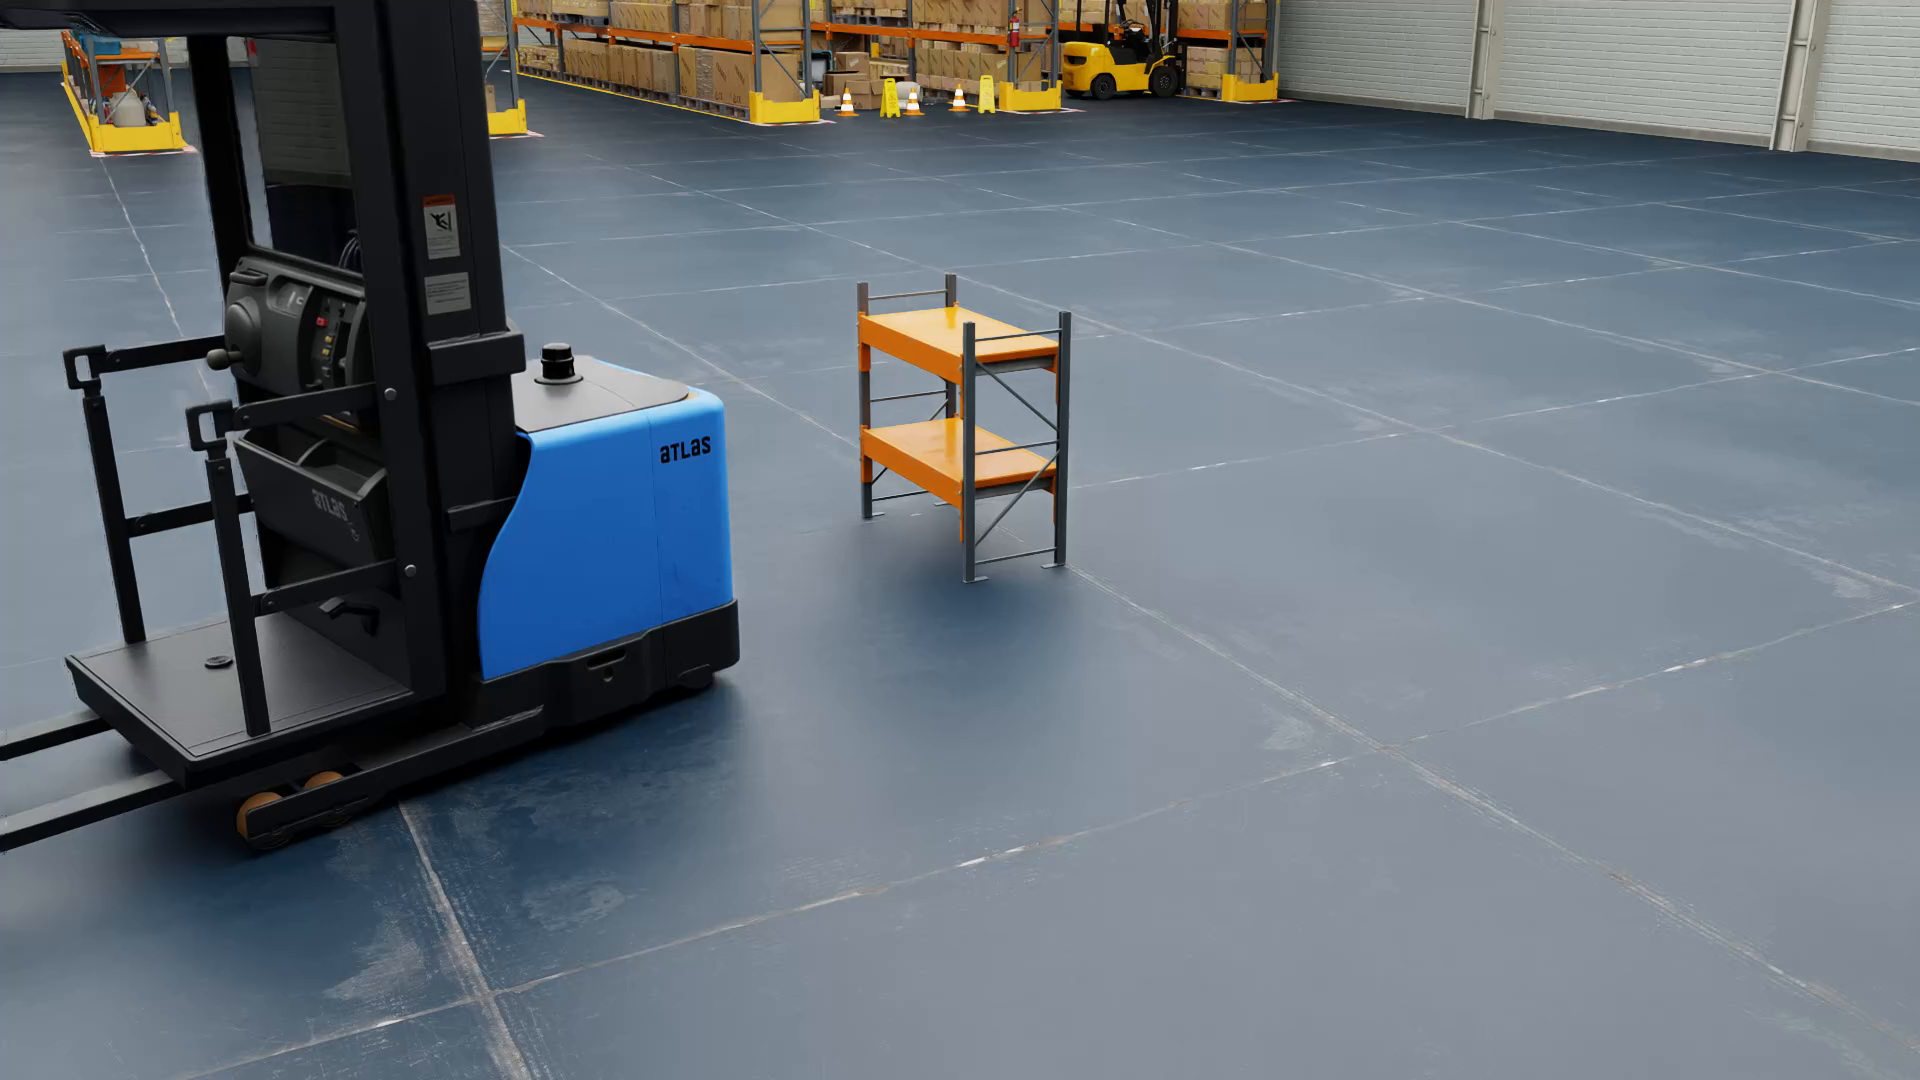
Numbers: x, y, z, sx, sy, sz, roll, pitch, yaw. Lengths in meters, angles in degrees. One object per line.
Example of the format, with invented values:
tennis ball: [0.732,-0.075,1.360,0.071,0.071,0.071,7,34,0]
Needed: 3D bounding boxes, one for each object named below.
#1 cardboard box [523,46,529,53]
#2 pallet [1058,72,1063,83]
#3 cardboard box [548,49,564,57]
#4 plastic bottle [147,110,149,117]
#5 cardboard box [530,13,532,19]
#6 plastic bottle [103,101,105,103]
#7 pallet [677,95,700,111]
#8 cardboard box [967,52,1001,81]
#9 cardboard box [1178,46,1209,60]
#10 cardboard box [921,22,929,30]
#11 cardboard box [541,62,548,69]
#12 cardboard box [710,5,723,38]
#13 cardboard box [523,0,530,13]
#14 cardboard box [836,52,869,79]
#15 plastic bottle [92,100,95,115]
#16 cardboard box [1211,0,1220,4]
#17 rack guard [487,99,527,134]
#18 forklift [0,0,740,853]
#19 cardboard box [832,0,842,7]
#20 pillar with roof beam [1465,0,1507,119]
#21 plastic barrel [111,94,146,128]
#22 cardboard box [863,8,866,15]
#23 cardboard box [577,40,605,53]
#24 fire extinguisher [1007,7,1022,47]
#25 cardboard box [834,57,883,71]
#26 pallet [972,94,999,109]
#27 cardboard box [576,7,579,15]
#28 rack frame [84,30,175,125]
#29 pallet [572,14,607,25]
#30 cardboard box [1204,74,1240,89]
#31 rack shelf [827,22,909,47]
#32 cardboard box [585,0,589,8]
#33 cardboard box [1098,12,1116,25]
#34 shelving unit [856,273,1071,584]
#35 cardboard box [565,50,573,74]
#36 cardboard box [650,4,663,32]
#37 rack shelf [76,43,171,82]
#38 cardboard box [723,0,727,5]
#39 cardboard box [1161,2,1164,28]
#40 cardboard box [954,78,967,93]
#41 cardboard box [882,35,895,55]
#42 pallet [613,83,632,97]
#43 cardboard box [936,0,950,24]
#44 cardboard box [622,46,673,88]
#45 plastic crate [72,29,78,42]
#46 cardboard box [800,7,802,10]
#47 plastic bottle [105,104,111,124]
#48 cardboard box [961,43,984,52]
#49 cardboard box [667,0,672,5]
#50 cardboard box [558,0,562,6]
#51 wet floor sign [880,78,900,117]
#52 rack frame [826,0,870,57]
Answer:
cardboard box: [-10.386,-11.909,40.360,0.380,0.149,0.250,-10,21,-27]
pallet: [2.827,-10.491,37.712,1.003,0.211,1.213,-10,21,-27]
cardboard box: [-9.358,-11.316,38.641,0.380,0.149,0.250,-10,22,-27]
plastic bottle: [-12.597,-6.642,25.898,0.097,0.201,0.097,0,19,0]
cardboard box: [-10.033,-12.508,39.666,0.380,0.149,0.250,-10,22,-28]
plastic bottle: [-13.459,-6.781,26.191,0.097,0.271,0.097,0,19,0]
pallet: [-4.588,-8.139,30.895,1.003,0.211,1.213,-10,21,-27]
cardboard box: [0.466,-8.927,31.326,0.500,0.500,0.500,-9,21,-25]
cardboard box: [4.704,-9.849,33.615,0.500,0.250,0.500,-10,21,-26]
cardboard box: [-0.539,-10.160,32.862,0.380,0.149,0.250,-9,21,-25]
cardboard box: [-9.657,-11.192,39.194,0.380,0.149,0.250,-10,21,-27]
cardboard box: [-3.921,-9.190,29.437,0.875,0.550,0.500,-10,21,-27]
cardboard box: [-10.111,-12.856,39.682,0.500,0.500,0.500,-10,21,-26]
cardboard box: [-2.125,-9.375,32.874,0.500,0.500,0.500,-10,21,-27]
plastic bottle: [-13.343,-6.665,25.734,0.144,0.351,0.185,-10,21,-27]
cardboard box: [5.135,-10.584,32.557,0.380,0.149,0.250,-10,21,-26]
rack guard: [-7.430,-6.640,26.109,1.175,0.500,0.348,-10,21,-27]
forklift: [-2.216,-0.653,5.029,3.031,2.935,1.130,-18,26,-42]
cardboard box: [-2.462,-11.853,36.130,0.500,0.500,0.500,-11,22,-28]
pillar with roof beam: [5.217,-10.891,25.399,9.100,9.000,0.400,-10,21,-27]
plastic barrel: [-12.133,-6.233,24.265,0.421,0.512,0.421,0,19,0]
cardboard box: [-1.823,-11.203,35.241,0.380,0.149,0.250,-9,21,-25]
cardboard box: [-8.068,-10.803,36.379,0.500,0.250,0.500,-9,21,-25]
fire extinguisher: [0.976,-9.194,29.797,0.296,0.674,0.183,-10,21,-27]
cardboard box: [-2.212,-10.424,36.627,0.950,0.372,0.625,-12,22,-30]
pallet: [0.936,-8.278,31.296,1.003,0.211,1.213,-10,21,-27]
cardboard box: [-8.023,-11.355,35.682,0.380,0.149,0.250,-9,21,-25]
rack frame: [-11.753,-7.033,23.415,1.000,3.000,0.127,-10,21,-27]
pallet: [-7.756,-11.307,36.095,1.003,0.211,1.213,-10,21,-27]
cardboard box: [5.192,-9.090,32.947,0.500,0.250,0.500,-10,21,-26]
rack shelf: [-1.522,-10.718,35.195,1.077,0.370,4.000,-10,21,-27]
cardboard box: [-7.671,-11.279,35.005,0.380,0.149,0.250,-9,21,-25]
cardboard box: [3.325,-11.287,35.972,0.500,0.250,0.500,-9,21,-25]
shelving unit: [-0.003,-0.534,7.454,0.538,1.125,1.048,-10,21,-27]
cardboard box: [-8.562,-10.748,37.369,0.500,0.500,0.500,-9,21,-25]
cardboard box: [-5.604,-9.988,31.826,0.500,0.500,0.500,-10,22,-27]
rack shelf: [-12.703,-7.267,25.196,1.077,0.370,4.000,-10,21,-27]
cardboard box: [-3.612,-9.559,28.849,0.875,0.550,0.550,-10,21,-27]
cardboard box: [4.278,-10.841,34.296,0.500,0.500,0.500,-10,22,-27]
cardboard box: [0.214,-8.724,31.885,0.500,0.250,0.500,-11,22,-29]
cardboard box: [-1.697,-13.526,45.416,0.797,0.503,0.637,-11,22,-29]
pallet: [-6.472,-9.280,34.201,1.003,0.211,1.213,-10,21,-27]
cardboard box: [-0.123,-10.215,32.027,0.500,0.500,0.500,-10,21,-27]
cardboard box: [-6.152,-9.532,33.461,1.050,0.750,0.750,-10,21,-26]
plastic crate: [-14.728,-8.537,28.099,0.450,0.188,0.662,-10,21,-27]
cardboard box: [-3.433,-12.187,37.815,0.500,0.250,0.500,-11,22,-28]
plastic bottle: [-13.013,-6.509,25.387,0.061,0.283,0.133,-10,21,-27]
cardboard box: [0.244,-9.328,31.494,0.380,0.149,0.250,-9,21,-24]
cardboard box: [-5.122,-10.349,31.339,0.700,0.500,0.500,-10,22,-28]
cardboard box: [-8.650,-11.872,36.724,0.380,0.149,0.250,-9,21,-25]
wet floor sign: [-1.225,-7.725,29.029,0.267,0.644,0.232,-14,24,-36]
rack frame: [-2.472,-11.632,36.742,1.000,3.000,0.127,-10,21,-27]
